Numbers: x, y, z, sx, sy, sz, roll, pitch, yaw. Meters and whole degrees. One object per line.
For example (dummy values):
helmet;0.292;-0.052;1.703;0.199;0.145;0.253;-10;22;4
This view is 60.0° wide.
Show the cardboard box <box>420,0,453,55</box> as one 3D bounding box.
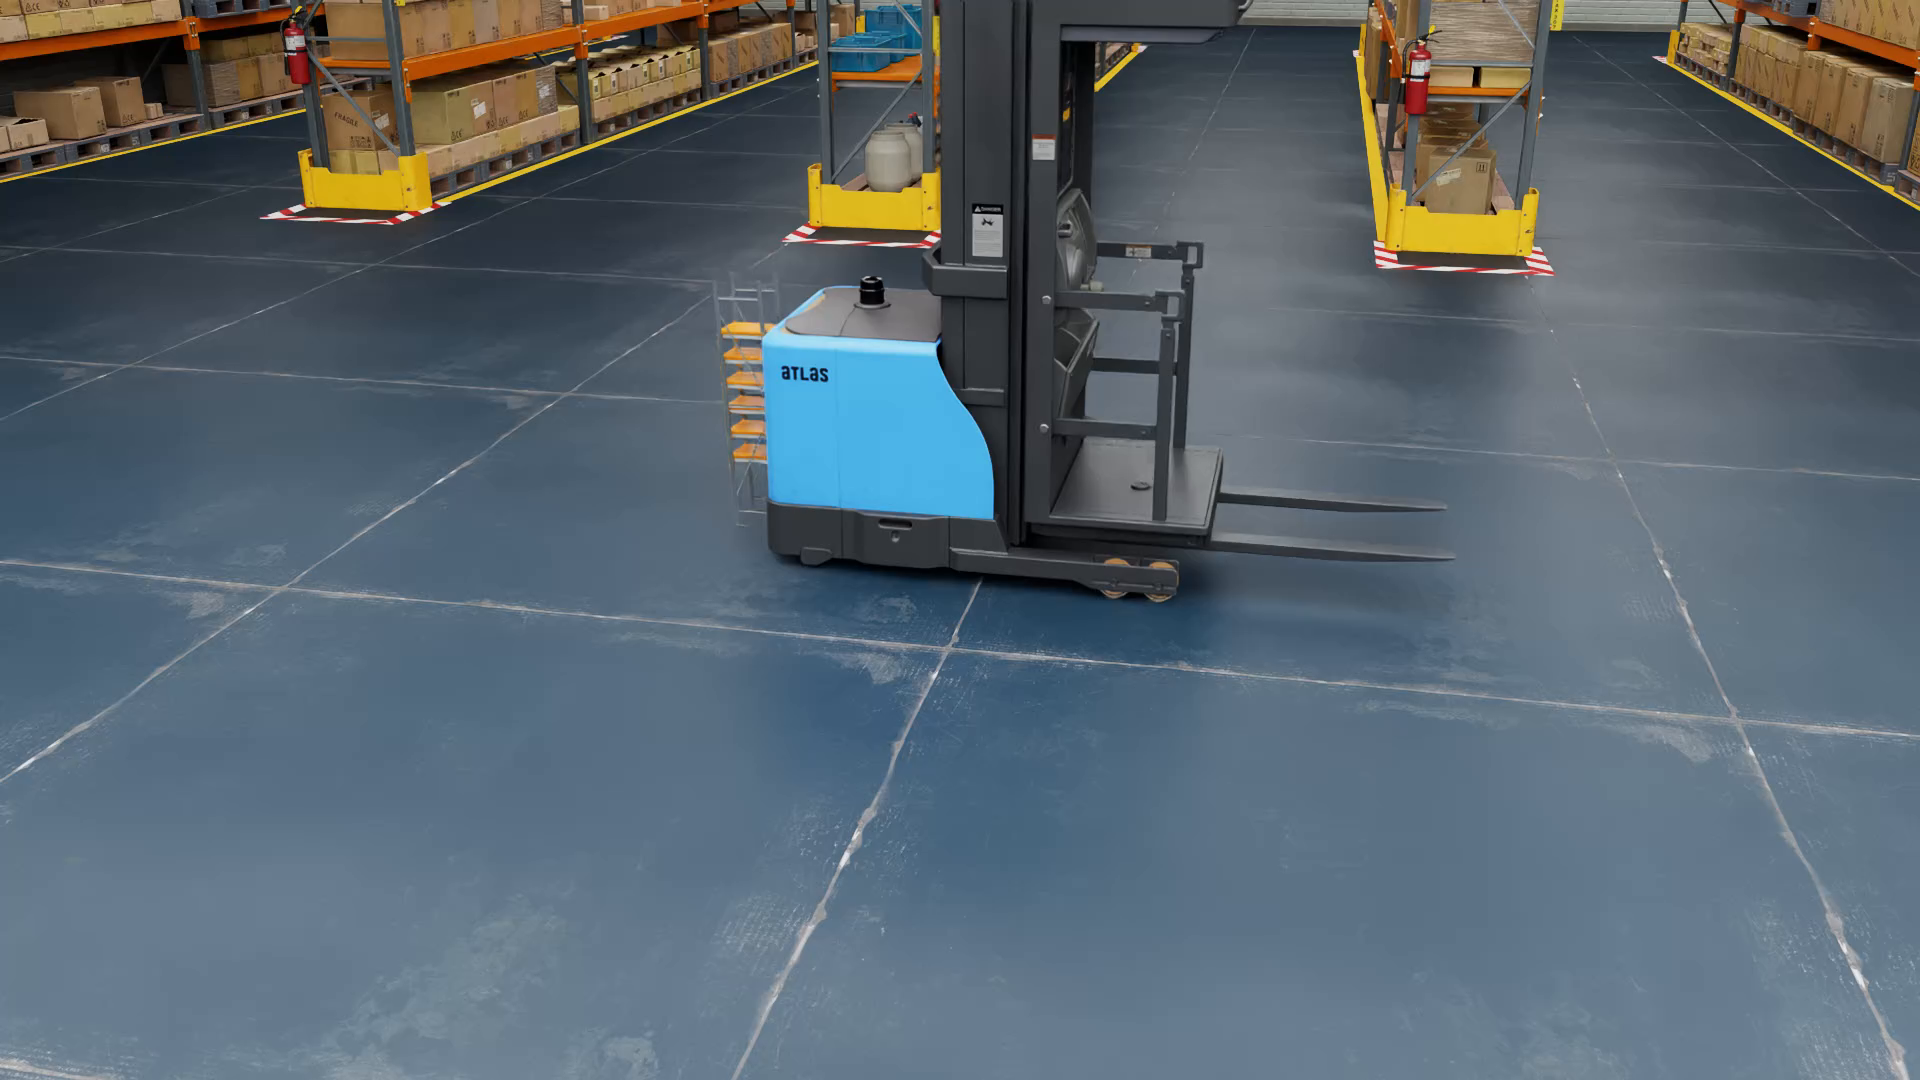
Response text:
cardboard box;-5.354;-4.959;16.017;0.700;0.500;0.500;5;22;12

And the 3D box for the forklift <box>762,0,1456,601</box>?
forklift;0.693;-1.312;7.187;3.031;2.935;1.130;4;22;11

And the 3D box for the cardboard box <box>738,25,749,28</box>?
cardboard box;-3.550;-7.629;25.538;0.500;0.500;0.500;5;22;12

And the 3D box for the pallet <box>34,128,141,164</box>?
pallet;-9.947;-4.400;18.496;1.003;0.211;1.213;4;22;11

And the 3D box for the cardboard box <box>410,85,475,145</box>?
cardboard box;-5.137;-4.179;16.330;0.500;0.500;0.500;4;22;11

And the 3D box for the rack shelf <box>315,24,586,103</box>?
rack shelf;-5.156;-4.948;17.086;1.077;0.370;4.000;4;22;11

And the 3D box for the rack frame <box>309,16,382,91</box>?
rack frame;-8.782;-7.852;23.335;1.000;3.000;0.127;4;22;11

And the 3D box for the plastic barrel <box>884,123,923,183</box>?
plastic barrel;-0.554;-3.642;15.649;0.421;0.512;0.421;0;22;0

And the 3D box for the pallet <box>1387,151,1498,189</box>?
pallet;4.847;-3.715;16.794;1.003;0.211;1.213;4;22;11

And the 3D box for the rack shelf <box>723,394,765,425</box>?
rack shelf;-0.961;-0.611;7.865;0.258;0.103;0.180;4;22;18

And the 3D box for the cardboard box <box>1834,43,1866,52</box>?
cardboard box;10.978;-5.921;20.320;0.500;0.250;0.500;3;22;8

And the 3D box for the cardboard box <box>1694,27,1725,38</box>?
cardboard box;11.709;-7.923;25.969;0.380;0.149;0.250;3;22;8

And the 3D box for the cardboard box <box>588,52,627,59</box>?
cardboard box;-4.531;-6.107;21.370;0.500;0.311;0.500;4;22;9

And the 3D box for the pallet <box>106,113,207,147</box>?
pallet;-9.700;-4.847;19.607;1.003;0.211;1.213;4;22;11

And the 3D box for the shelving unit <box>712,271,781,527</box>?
shelving unit;-0.963;-0.652;7.849;0.258;1.200;0.189;4;22;18

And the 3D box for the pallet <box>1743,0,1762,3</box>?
pallet;11.118;-7.410;22.493;1.003;0.211;1.213;4;22;11

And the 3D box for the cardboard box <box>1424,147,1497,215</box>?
cardboard box;4.277;-3.056;14.210;0.500;0.500;0.500;9;24;21

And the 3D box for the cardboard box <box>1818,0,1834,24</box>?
cardboard box;10.245;-6.207;19.116;0.500;0.500;0.500;5;22;12

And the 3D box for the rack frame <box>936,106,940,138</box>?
rack frame;0.101;-5.634;17.827;1.000;3.000;0.127;4;22;11

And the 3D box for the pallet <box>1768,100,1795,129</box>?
pallet;10.761;-5.296;20.722;1.003;0.211;1.213;4;22;11

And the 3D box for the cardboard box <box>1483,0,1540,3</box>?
cardboard box;4.512;-4.622;13.444;0.500;0.500;0.500;4;22;11

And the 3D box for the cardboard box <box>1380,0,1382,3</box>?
cardboard box;5.834;-7.337;21.922;0.500;0.500;0.500;4;22;9

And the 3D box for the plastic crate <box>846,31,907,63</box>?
plastic crate;-0.768;-4.545;15.323;0.499;0.251;0.408;4;22;11

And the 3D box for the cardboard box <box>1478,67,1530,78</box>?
cardboard box;4.495;-3.853;13.741;0.380;0.149;0.250;4;22;11

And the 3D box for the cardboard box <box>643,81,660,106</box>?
cardboard box;-4.110;-5.623;20.919;0.500;0.250;0.500;5;22;12

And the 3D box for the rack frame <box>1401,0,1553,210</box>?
rack frame;4.133;-3.793;13.257;1.000;3.000;0.127;4;22;11

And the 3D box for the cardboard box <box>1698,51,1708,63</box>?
cardboard box;11.510;-7.368;25.388;0.380;0.149;0.250;4;22;11

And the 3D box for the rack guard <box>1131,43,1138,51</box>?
rack guard;2.541;-8.873;29.216;1.175;0.500;0.348;4;22;11

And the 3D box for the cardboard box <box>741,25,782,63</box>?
cardboard box;-3.045;-7.601;25.468;0.500;0.500;0.500;5;22;11

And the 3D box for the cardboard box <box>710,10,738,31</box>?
cardboard box;-3.657;-7.807;24.976;0.500;0.250;0.500;5;22;11

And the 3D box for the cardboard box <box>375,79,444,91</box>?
cardboard box;-5.556;-4.403;16.885;0.500;0.500;0.500;4;22;11

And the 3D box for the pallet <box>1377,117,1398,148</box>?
pallet;5.354;-4.695;19.229;1.003;0.211;1.213;4;22;11

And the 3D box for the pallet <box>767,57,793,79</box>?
pallet;-3.244;-7.345;25.808;1.003;0.211;1.213;4;22;11

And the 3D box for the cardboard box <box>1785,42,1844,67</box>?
cardboard box;10.484;-5.957;20.411;0.500;0.250;0.500;4;22;10

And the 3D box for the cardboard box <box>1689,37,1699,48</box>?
cardboard box;11.642;-7.791;26.038;0.380;0.149;0.250;5;23;13

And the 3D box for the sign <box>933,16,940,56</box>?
sign;-0.178;-4.256;14.035;0.100;0.325;0.005;4;22;11

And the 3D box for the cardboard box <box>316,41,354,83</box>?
cardboard box;-8.878;-6.629;23.056;0.700;0.500;0.500;5;22;12

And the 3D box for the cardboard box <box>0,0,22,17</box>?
cardboard box;-9.912;-5.545;16.778;0.500;0.500;0.500;5;22;11

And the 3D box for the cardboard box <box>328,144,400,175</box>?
cardboard box;-5.744;-3.688;16.114;0.500;0.250;0.500;4;22;11

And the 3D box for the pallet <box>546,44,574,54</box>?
pallet;-7.487;-8.741;29.275;1.003;0.211;1.213;4;22;11

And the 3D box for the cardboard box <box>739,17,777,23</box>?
cardboard box;-3.277;-8.213;26.989;0.500;0.500;0.500;4;22;11

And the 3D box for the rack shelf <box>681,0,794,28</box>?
rack shelf;-3.523;-7.874;24.351;1.077;0.370;4.000;4;22;11

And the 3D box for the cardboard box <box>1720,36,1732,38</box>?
cardboard box;11.421;-7.342;24.527;0.380;0.149;0.250;5;23;13

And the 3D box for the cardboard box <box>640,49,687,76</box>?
cardboard box;-3.897;-6.254;21.736;0.500;0.311;0.500;4;22;10

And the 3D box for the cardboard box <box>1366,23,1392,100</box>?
cardboard box;5.927;-6.179;21.463;1.225;0.875;0.875;3;22;8

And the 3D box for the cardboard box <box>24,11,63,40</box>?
cardboard box;-9.802;-5.397;17.413;0.500;0.250;0.500;4;22;10

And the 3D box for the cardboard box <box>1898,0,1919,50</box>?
cardboard box;9.629;-5.099;16.365;0.500;0.500;0.500;4;22;11

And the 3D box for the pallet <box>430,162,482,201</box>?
pallet;-5.449;-3.539;16.359;1.003;0.211;1.213;4;22;11

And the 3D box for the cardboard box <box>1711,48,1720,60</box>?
cardboard box;11.250;-7.116;24.363;0.380;0.149;0.250;4;22;9

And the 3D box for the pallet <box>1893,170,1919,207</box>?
pallet;9.553;-3.276;15.704;1.003;0.211;1.213;4;22;11

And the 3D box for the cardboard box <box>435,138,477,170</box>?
cardboard box;-5.138;-3.832;16.471;0.500;0.250;0.500;4;22;11

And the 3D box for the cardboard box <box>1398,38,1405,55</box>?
cardboard box;4.390;-4.720;15.894;0.380;0.149;0.250;4;22;11

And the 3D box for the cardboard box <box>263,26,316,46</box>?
cardboard box;-9.055;-6.773;22.410;0.500;0.250;0.500;5;22;12

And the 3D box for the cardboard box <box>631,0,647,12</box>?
cardboard box;-4.258;-6.907;20.855;0.500;0.500;0.500;3;22;8

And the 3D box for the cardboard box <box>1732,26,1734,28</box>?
cardboard box;12.337;-7.973;26.094;0.380;0.149;0.250;4;22;10

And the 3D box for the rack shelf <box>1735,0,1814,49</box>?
rack shelf;11.009;-6.702;21.442;1.077;0.370;4.000;4;22;11

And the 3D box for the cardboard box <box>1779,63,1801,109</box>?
cardboard box;10.479;-5.600;20.527;0.500;0.500;0.500;4;22;11
